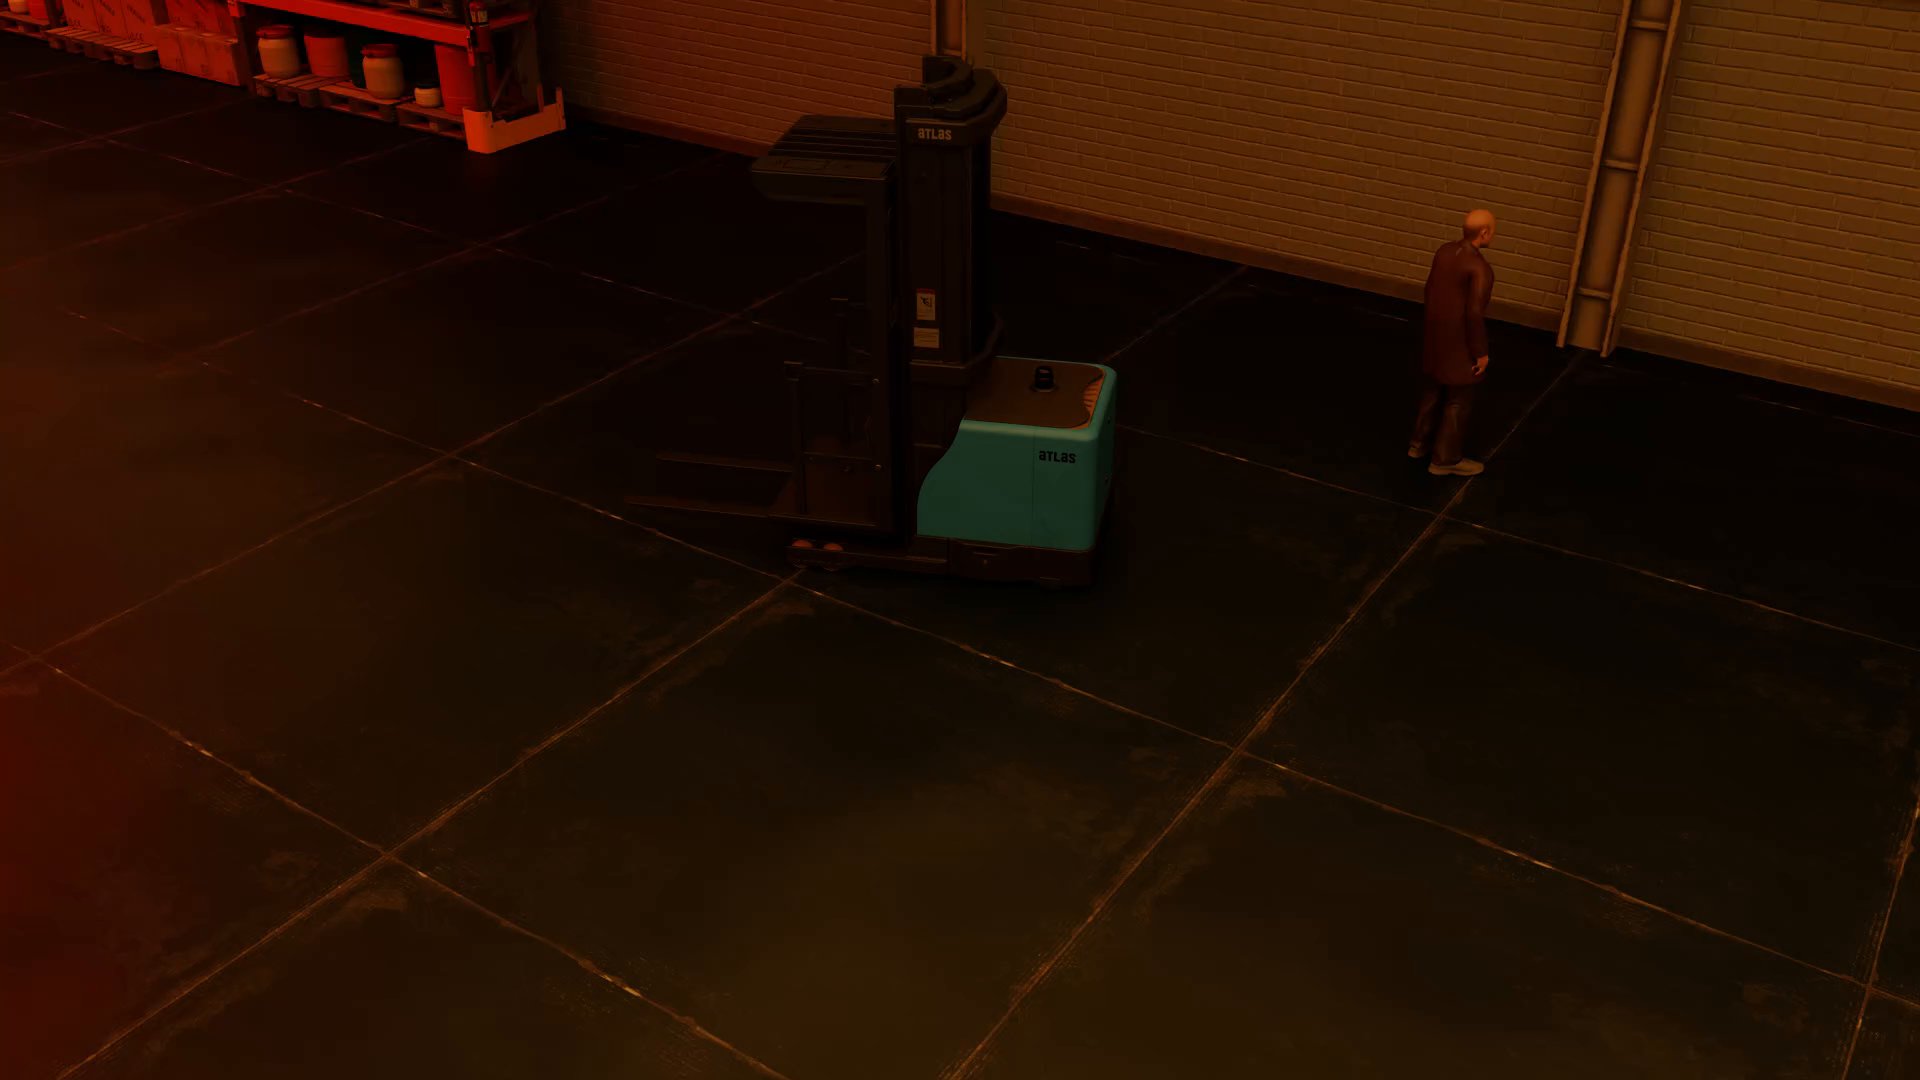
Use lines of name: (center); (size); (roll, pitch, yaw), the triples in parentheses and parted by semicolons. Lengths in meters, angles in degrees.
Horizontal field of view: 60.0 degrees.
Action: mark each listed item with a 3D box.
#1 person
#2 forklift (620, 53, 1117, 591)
person: (3.277, -1.317, 11.001); (0.420, 1.774, 0.648); (-9, 31, -15)
forklift: (-0.596, -1.330, 9.871); (3.031, 2.935, 1.130); (6, 31, 10)
